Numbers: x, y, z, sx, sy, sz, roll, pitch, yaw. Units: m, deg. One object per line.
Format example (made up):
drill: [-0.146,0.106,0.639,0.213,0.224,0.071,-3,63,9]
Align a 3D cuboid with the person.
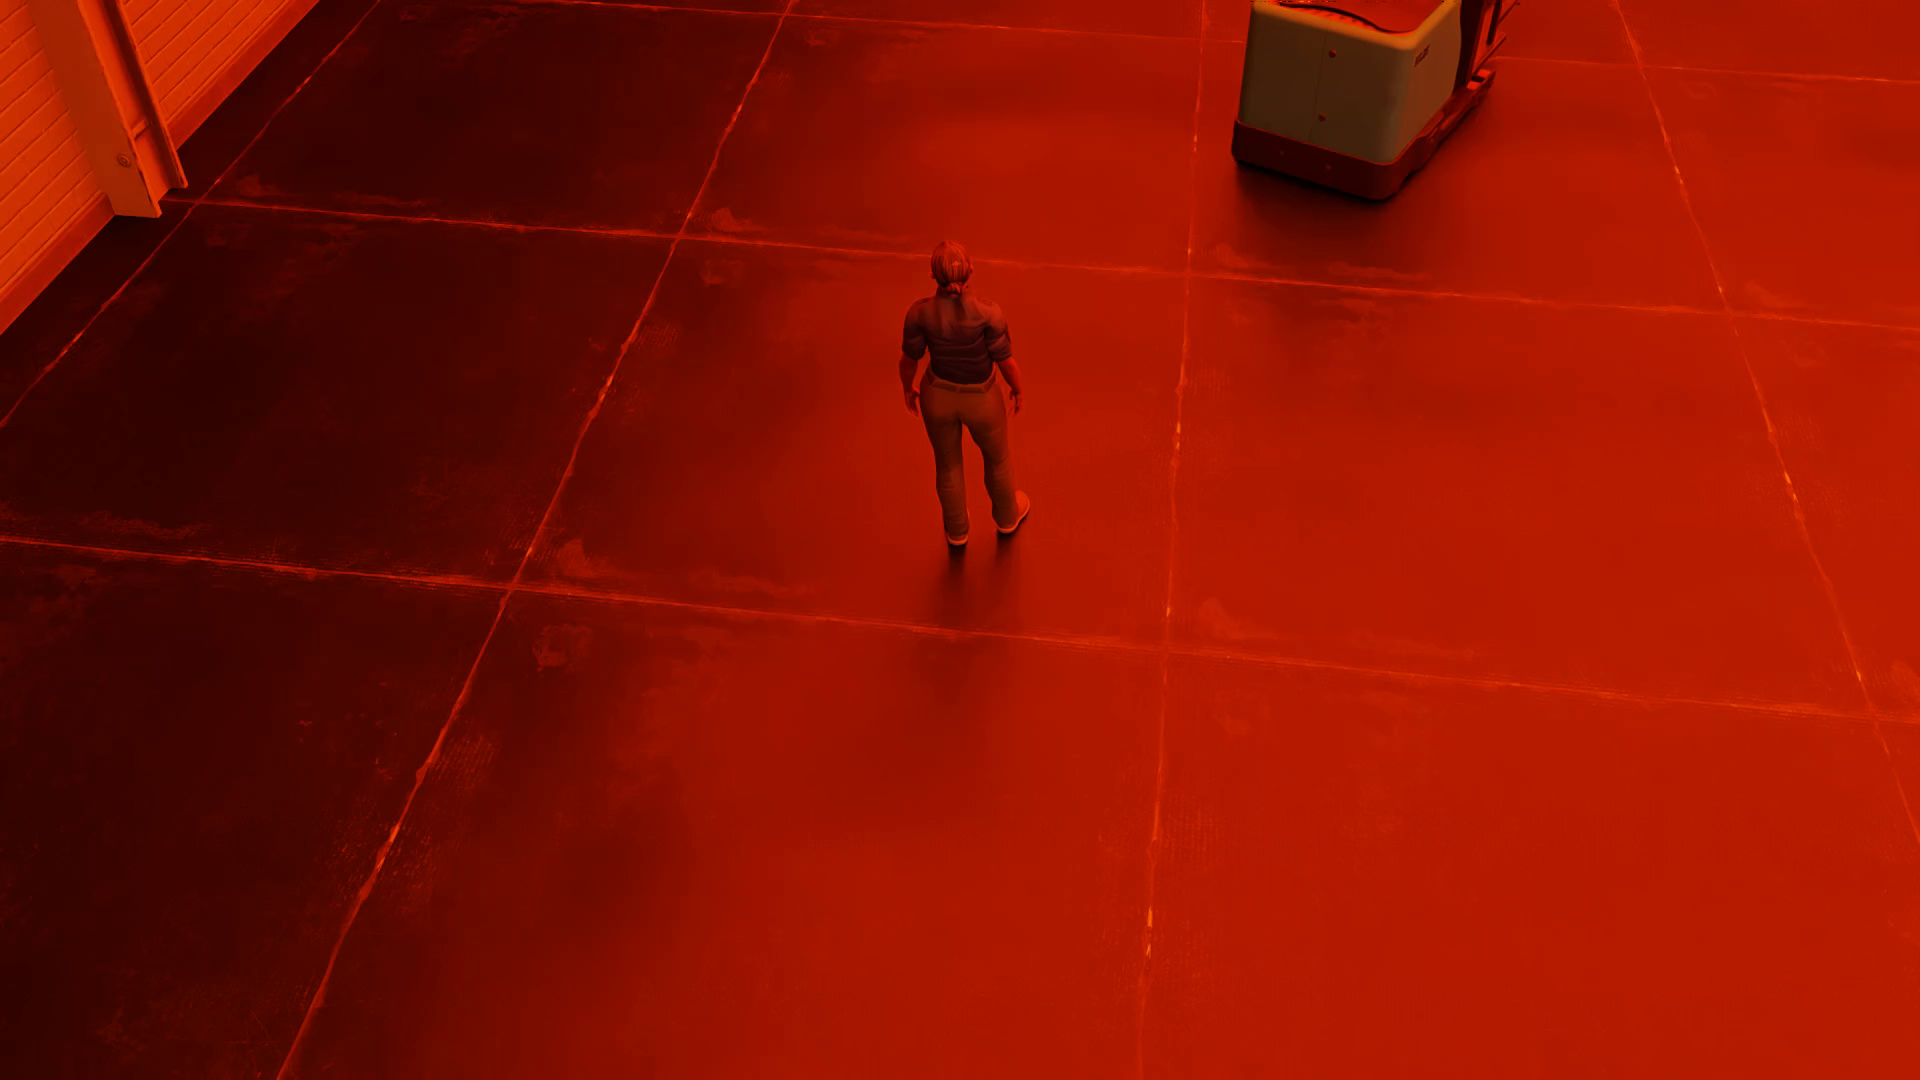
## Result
person: [0.031,-0.671,7.388,0.569,1.654,0.504,5,43,6]

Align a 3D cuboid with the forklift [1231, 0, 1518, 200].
forklift: [2.917,-4.102,10.190,1.130,2.935,3.031,23,47,23]
